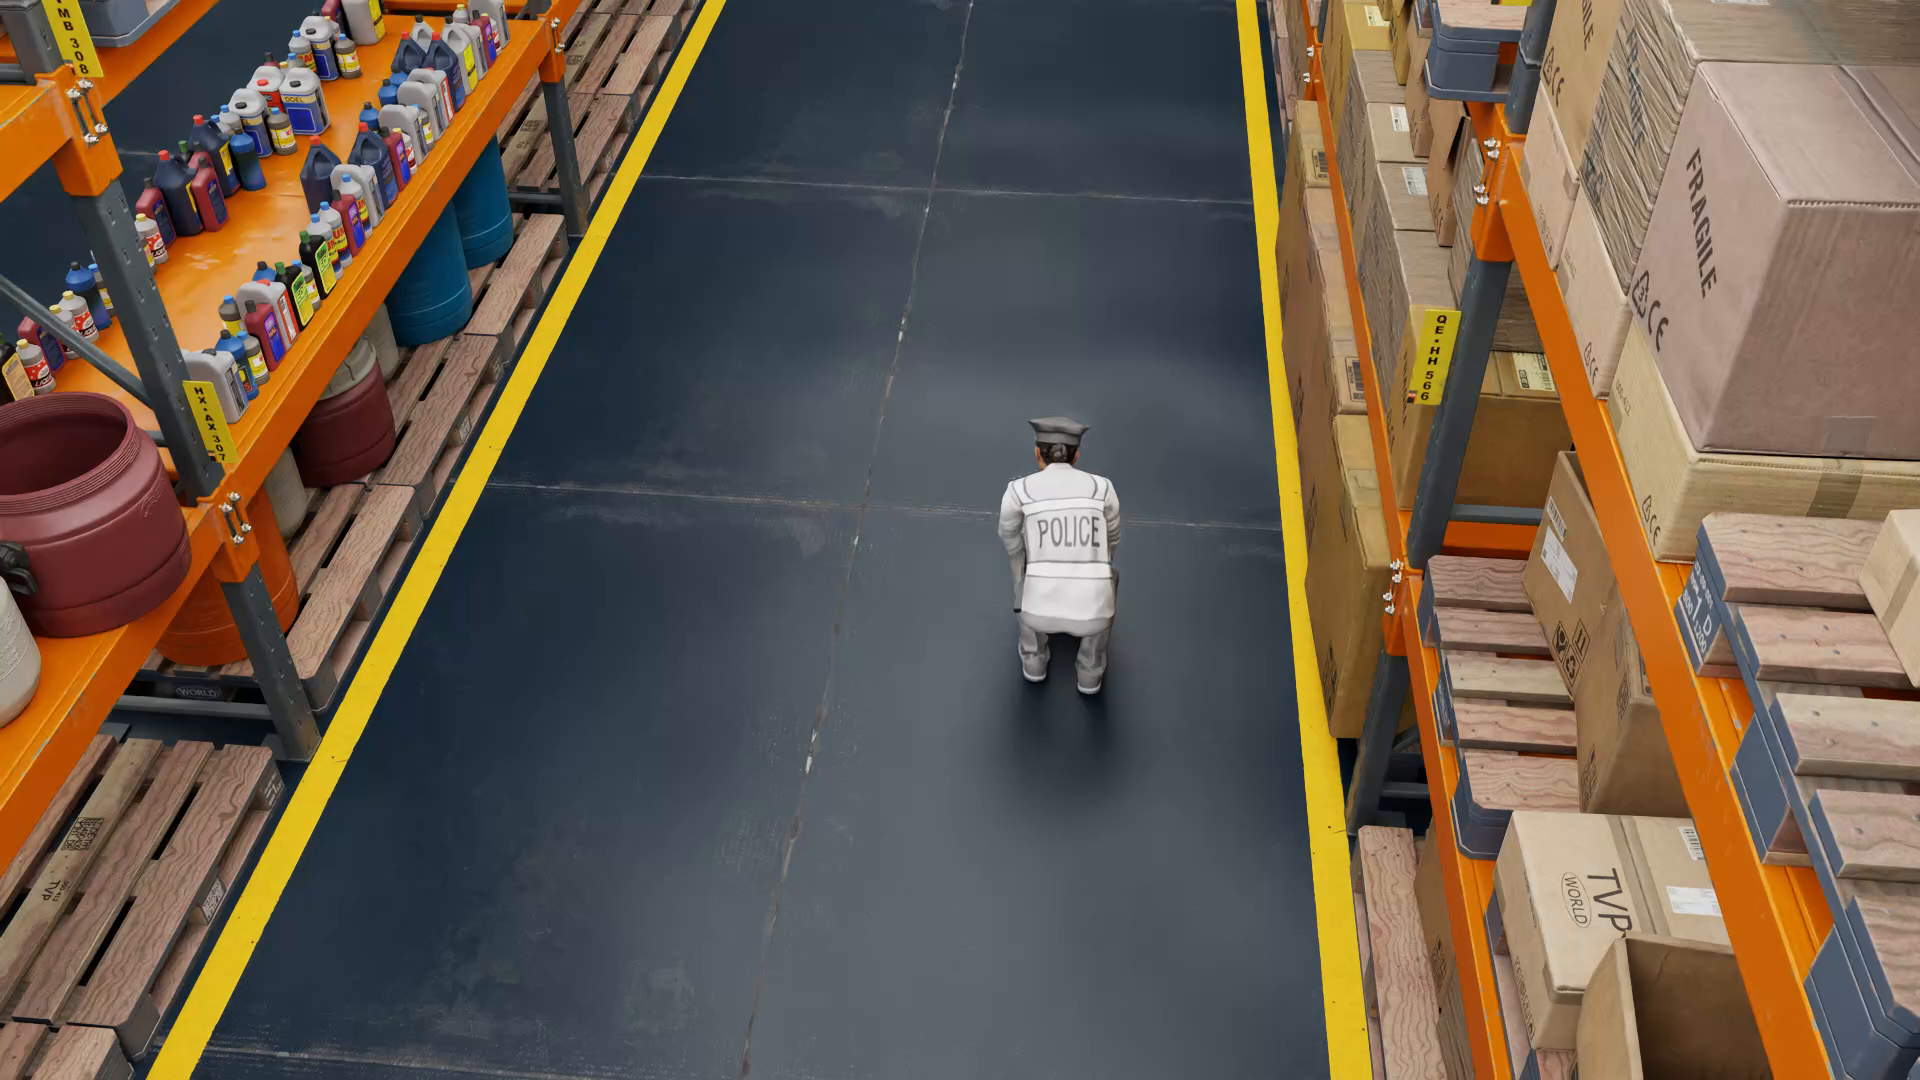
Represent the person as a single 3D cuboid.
[{"bbox_3d":[0.409,0.077,6.569,0.459,1.020,0.820,3,40,4],"label":"person"}]
